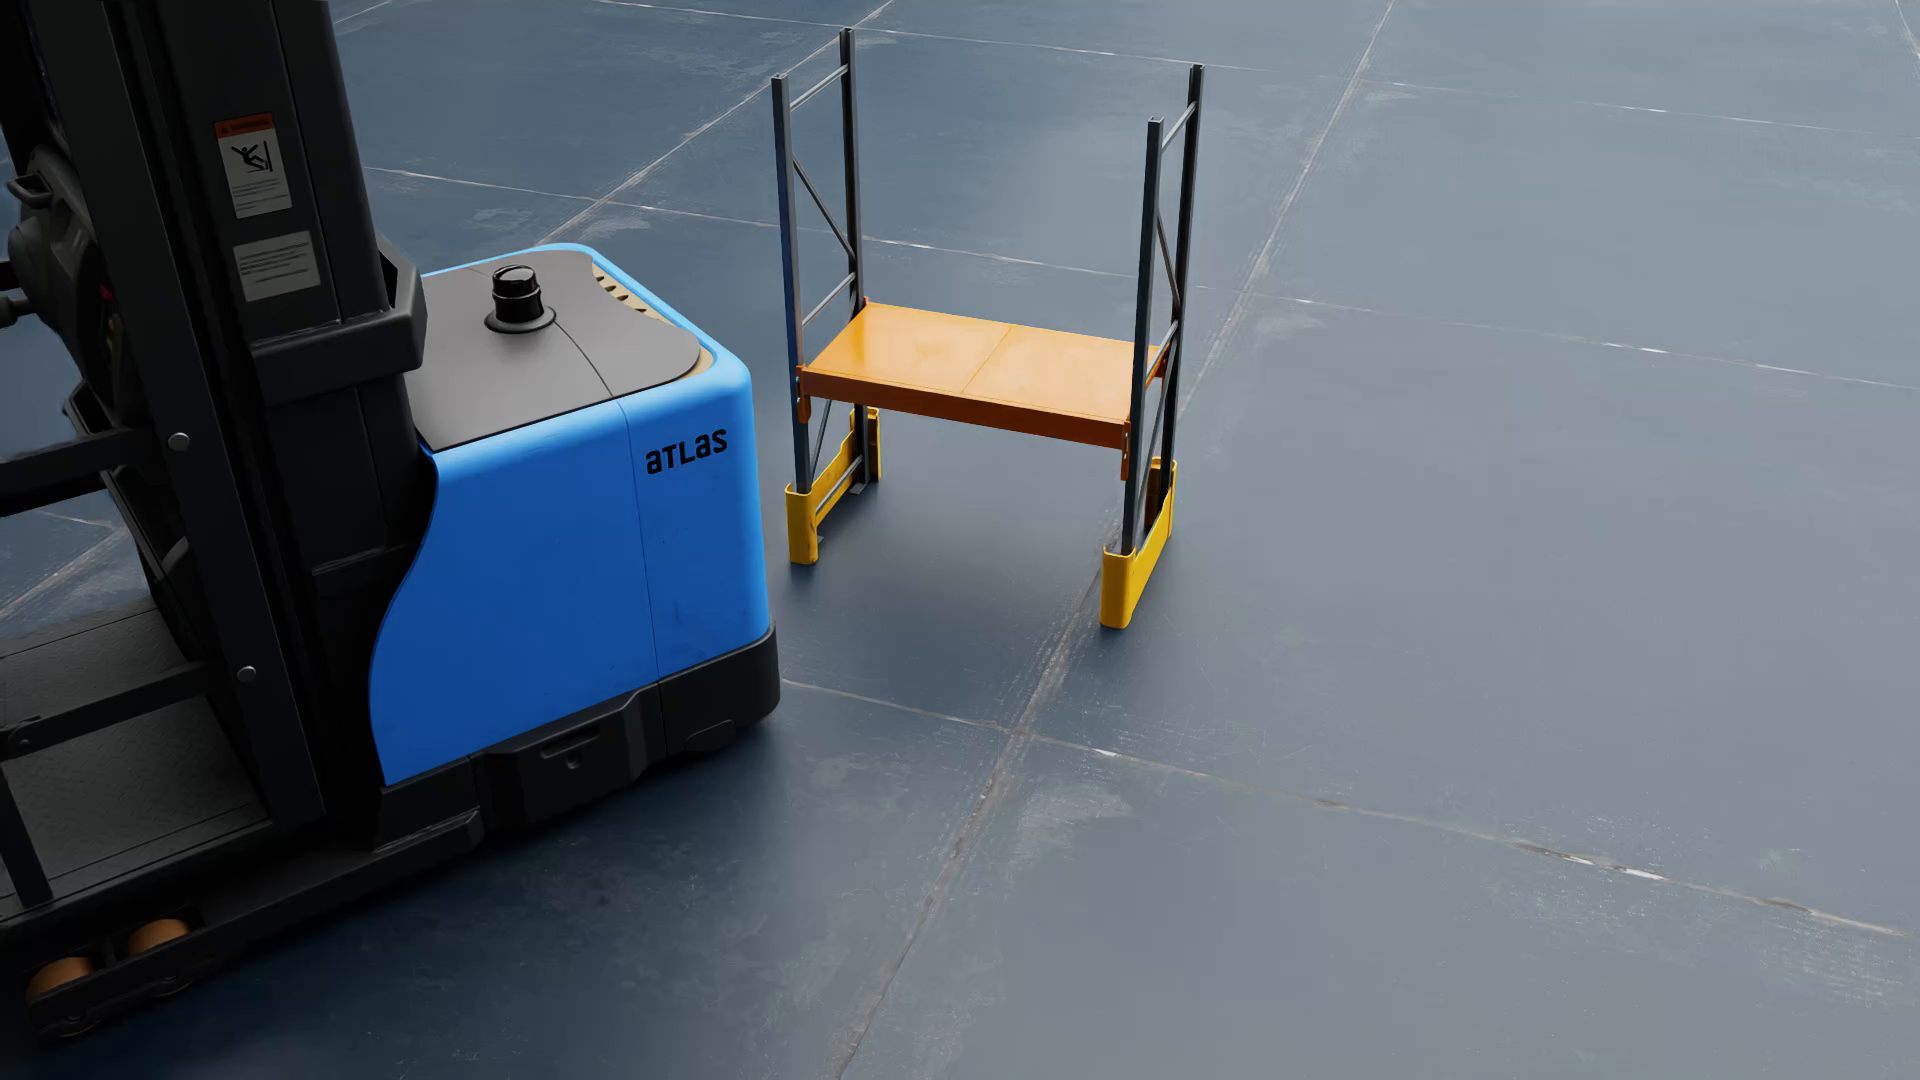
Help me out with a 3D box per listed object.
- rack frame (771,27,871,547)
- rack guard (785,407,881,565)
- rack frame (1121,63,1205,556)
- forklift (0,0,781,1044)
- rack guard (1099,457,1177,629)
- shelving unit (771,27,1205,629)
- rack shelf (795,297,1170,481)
[{"bbox_3d":[-0.398,-0.708,4.963,0.032,1.500,0.500,11,34,16],"label":"rack frame"},{"bbox_3d":[-0.397,-0.182,5.302,0.087,0.250,0.587,11,34,16],"label":"rack guard"},{"bbox_3d":[0.559,-0.521,4.675,0.032,1.500,0.500,11,34,16],"label":"rack frame"},{"bbox_3d":[-1.978,-0.488,3.304,3.031,2.935,1.130,-21,38,-29],"label":"forklift"},{"bbox_3d":[0.541,0.000,5.019,0.087,0.250,0.587,11,34,16],"label":"rack guard"},{"bbox_3d":[0.072,-0.616,4.822,1.083,1.500,0.587,11,34,16],"label":"shelving unit"},{"bbox_3d":[0.080,-0.463,4.917,1.000,0.185,0.538,11,34,16],"label":"rack shelf"}]
